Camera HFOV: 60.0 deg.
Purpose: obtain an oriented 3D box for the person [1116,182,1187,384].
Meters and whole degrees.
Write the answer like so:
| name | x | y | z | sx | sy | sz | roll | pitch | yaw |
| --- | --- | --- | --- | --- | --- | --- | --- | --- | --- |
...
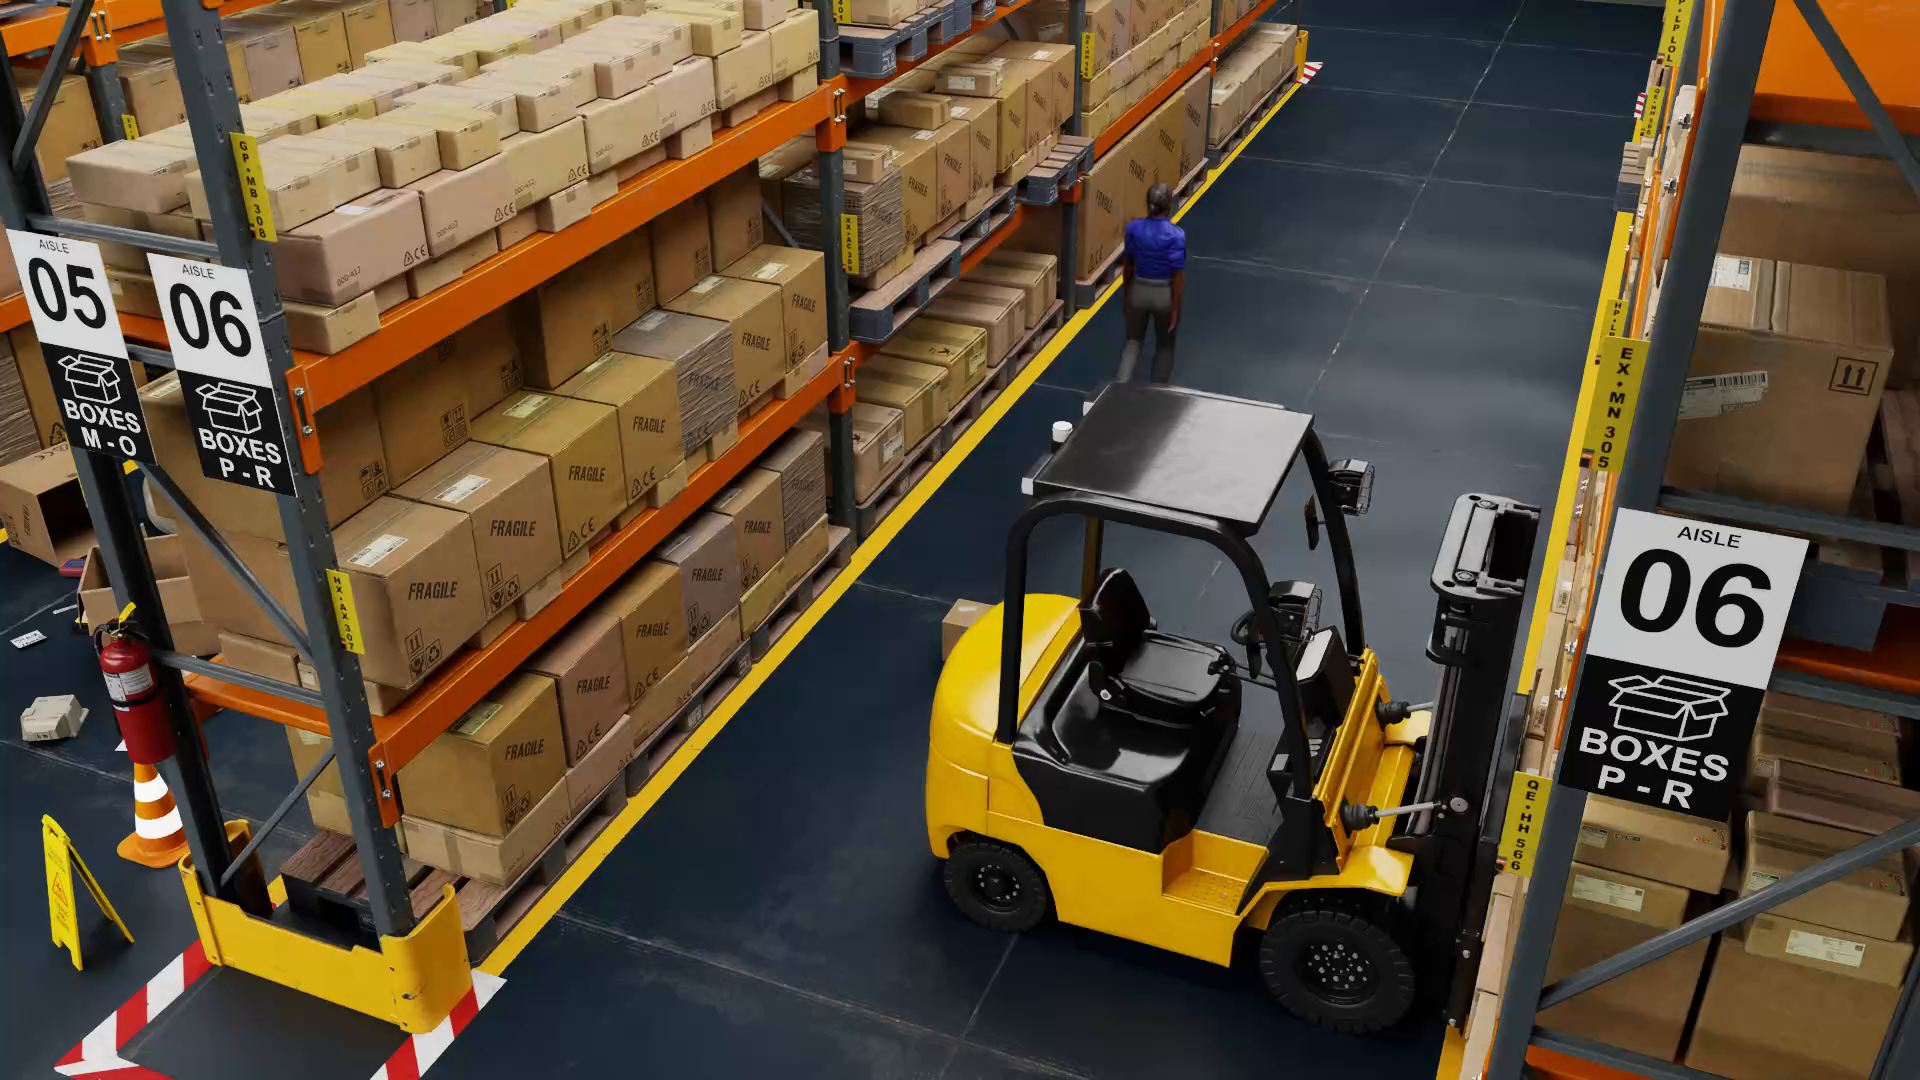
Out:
| name | x | y | z | sx | sy | sz | roll | pitch | yaw |
| --- | --- | --- | --- | --- | --- | --- | --- | --- | --- |
| person | 1.273 | -1.591 | 11.129 | 0.453 | 1.640 | 0.628 | 11 | 32 | 19 |
